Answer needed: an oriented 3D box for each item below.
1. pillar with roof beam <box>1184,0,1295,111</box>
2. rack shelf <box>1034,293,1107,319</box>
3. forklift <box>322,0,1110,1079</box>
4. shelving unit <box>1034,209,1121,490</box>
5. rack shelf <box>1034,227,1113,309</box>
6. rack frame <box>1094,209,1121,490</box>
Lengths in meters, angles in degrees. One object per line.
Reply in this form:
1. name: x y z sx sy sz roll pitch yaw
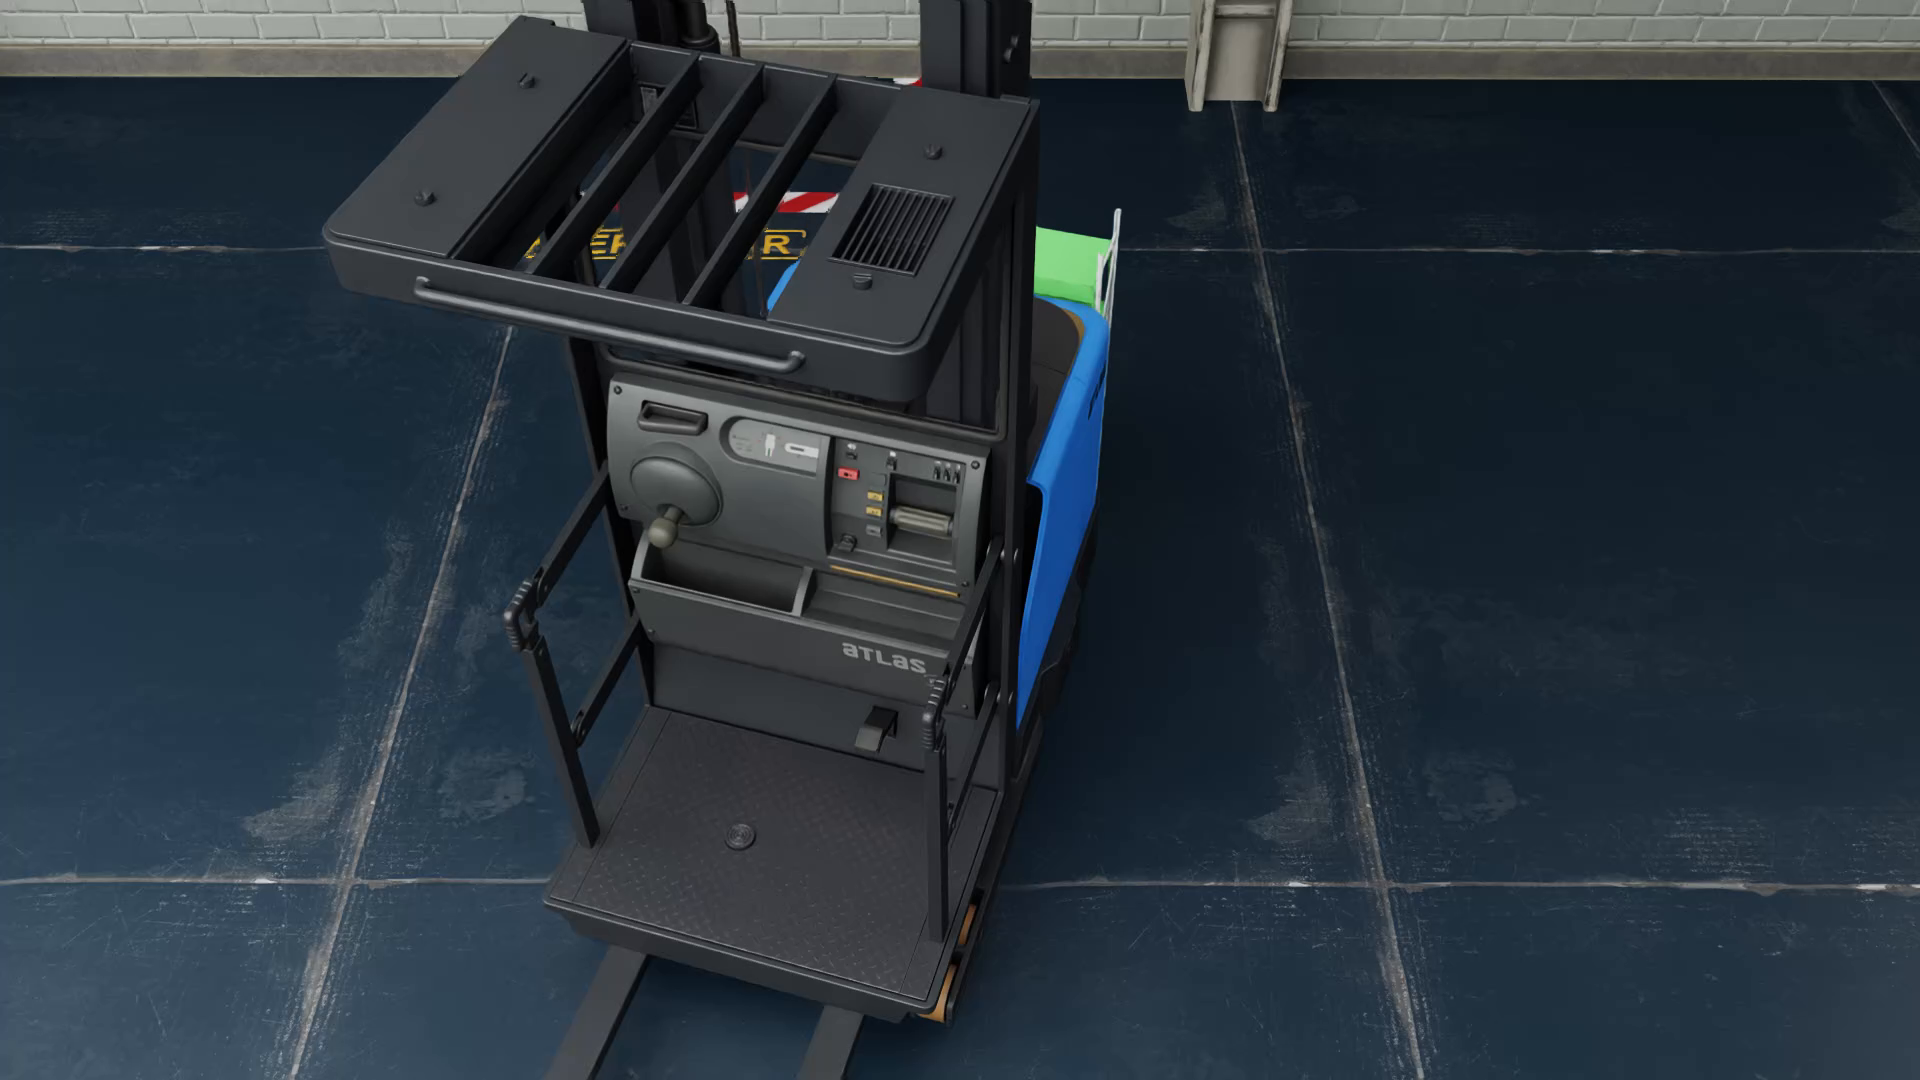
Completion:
1. pillar with roof beam: 1.229 -1.979 1.444 0.400 9.000 9.100 0 47 0
2. rack shelf: 0.213 -0.682 5.323 0.480 0.148 0.258 12 48 11
3. forklift: -0.453 -0.024 3.770 1.130 2.935 3.031 12 48 11
4. shelving unit: 0.213 -0.561 5.452 0.503 1.200 0.258 12 48 11
5. rack shelf: 0.213 -0.846 5.149 0.480 0.148 0.258 12 48 11
6. rack frame: 0.446 -0.510 5.404 0.015 1.200 0.240 12 48 11
